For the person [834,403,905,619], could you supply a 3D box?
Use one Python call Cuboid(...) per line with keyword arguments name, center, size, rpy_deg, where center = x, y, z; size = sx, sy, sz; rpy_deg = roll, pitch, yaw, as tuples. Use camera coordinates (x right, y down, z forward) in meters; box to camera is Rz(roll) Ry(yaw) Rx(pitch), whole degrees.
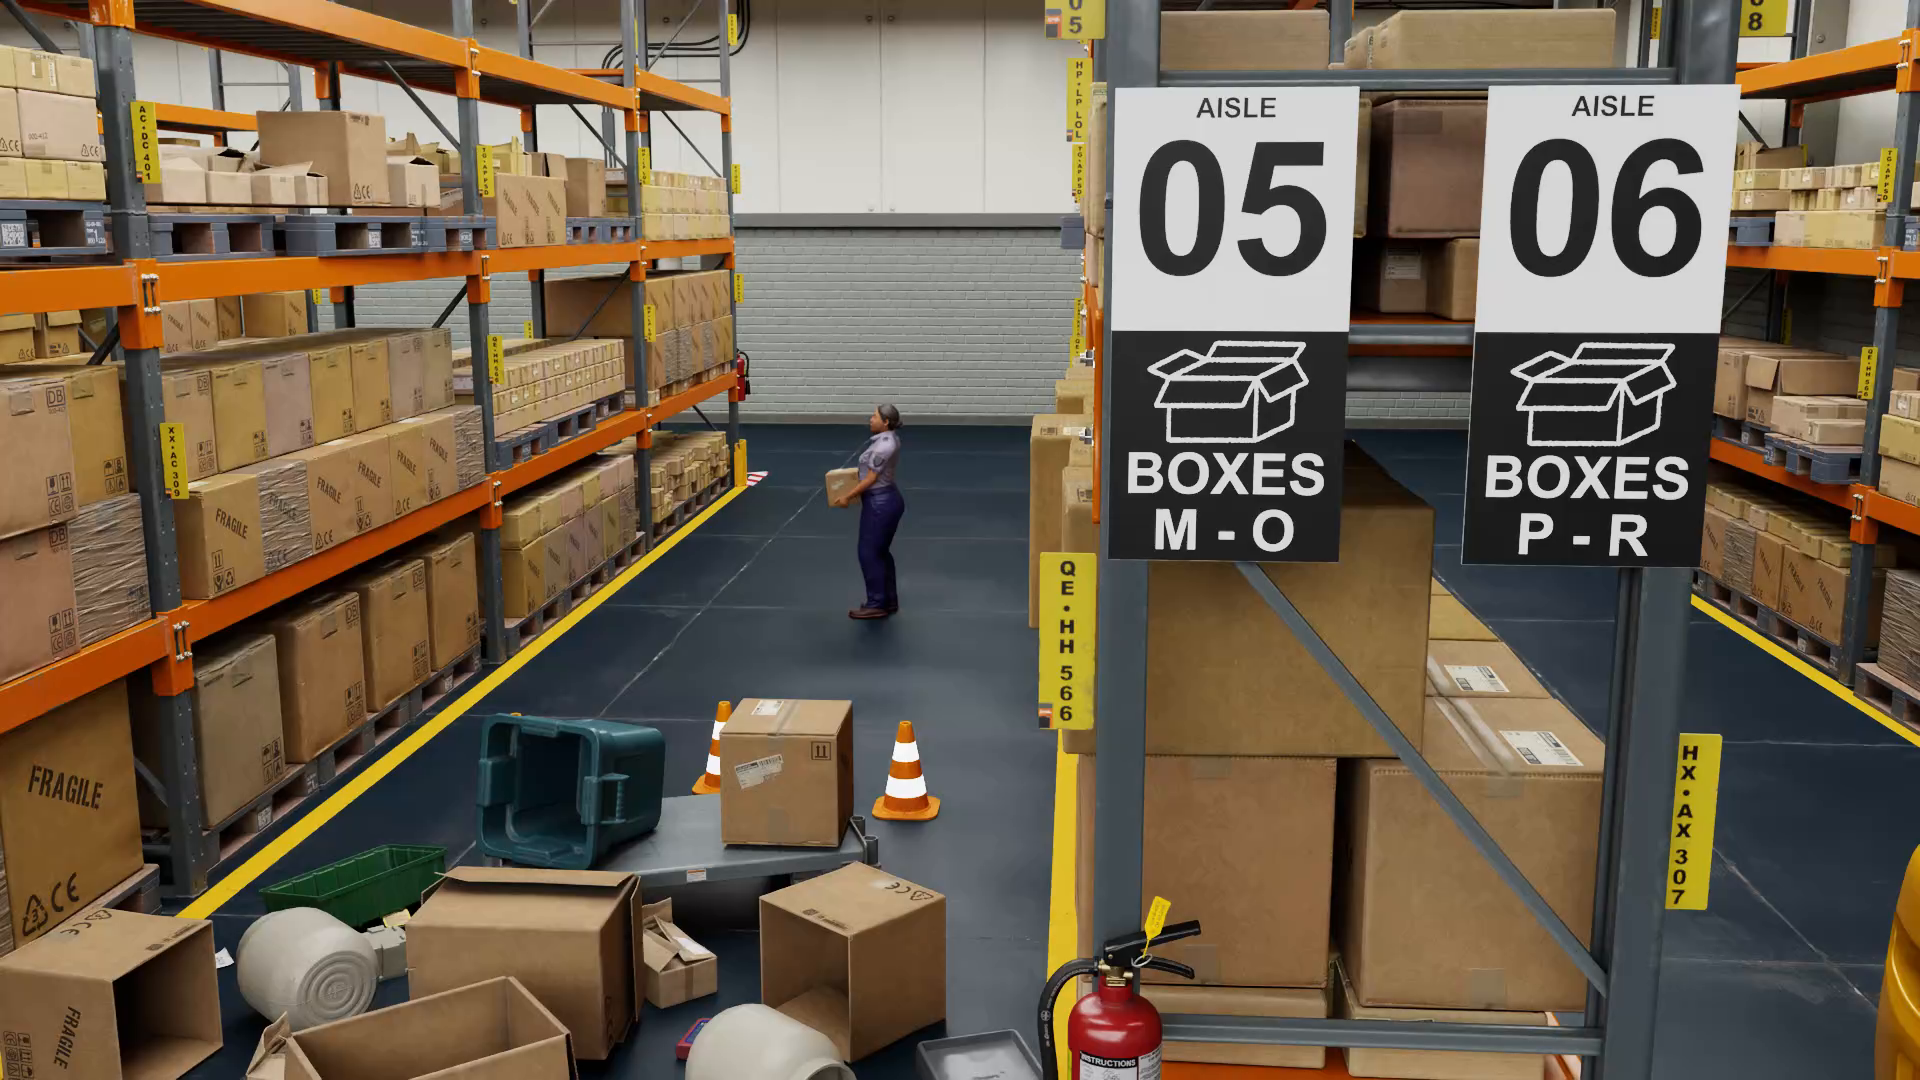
Cuboid(name="person", center=(-0.688, -0.230, 12.701), size=(0.517, 1.637, 0.453), rpy_deg=(1, 11, 5))
